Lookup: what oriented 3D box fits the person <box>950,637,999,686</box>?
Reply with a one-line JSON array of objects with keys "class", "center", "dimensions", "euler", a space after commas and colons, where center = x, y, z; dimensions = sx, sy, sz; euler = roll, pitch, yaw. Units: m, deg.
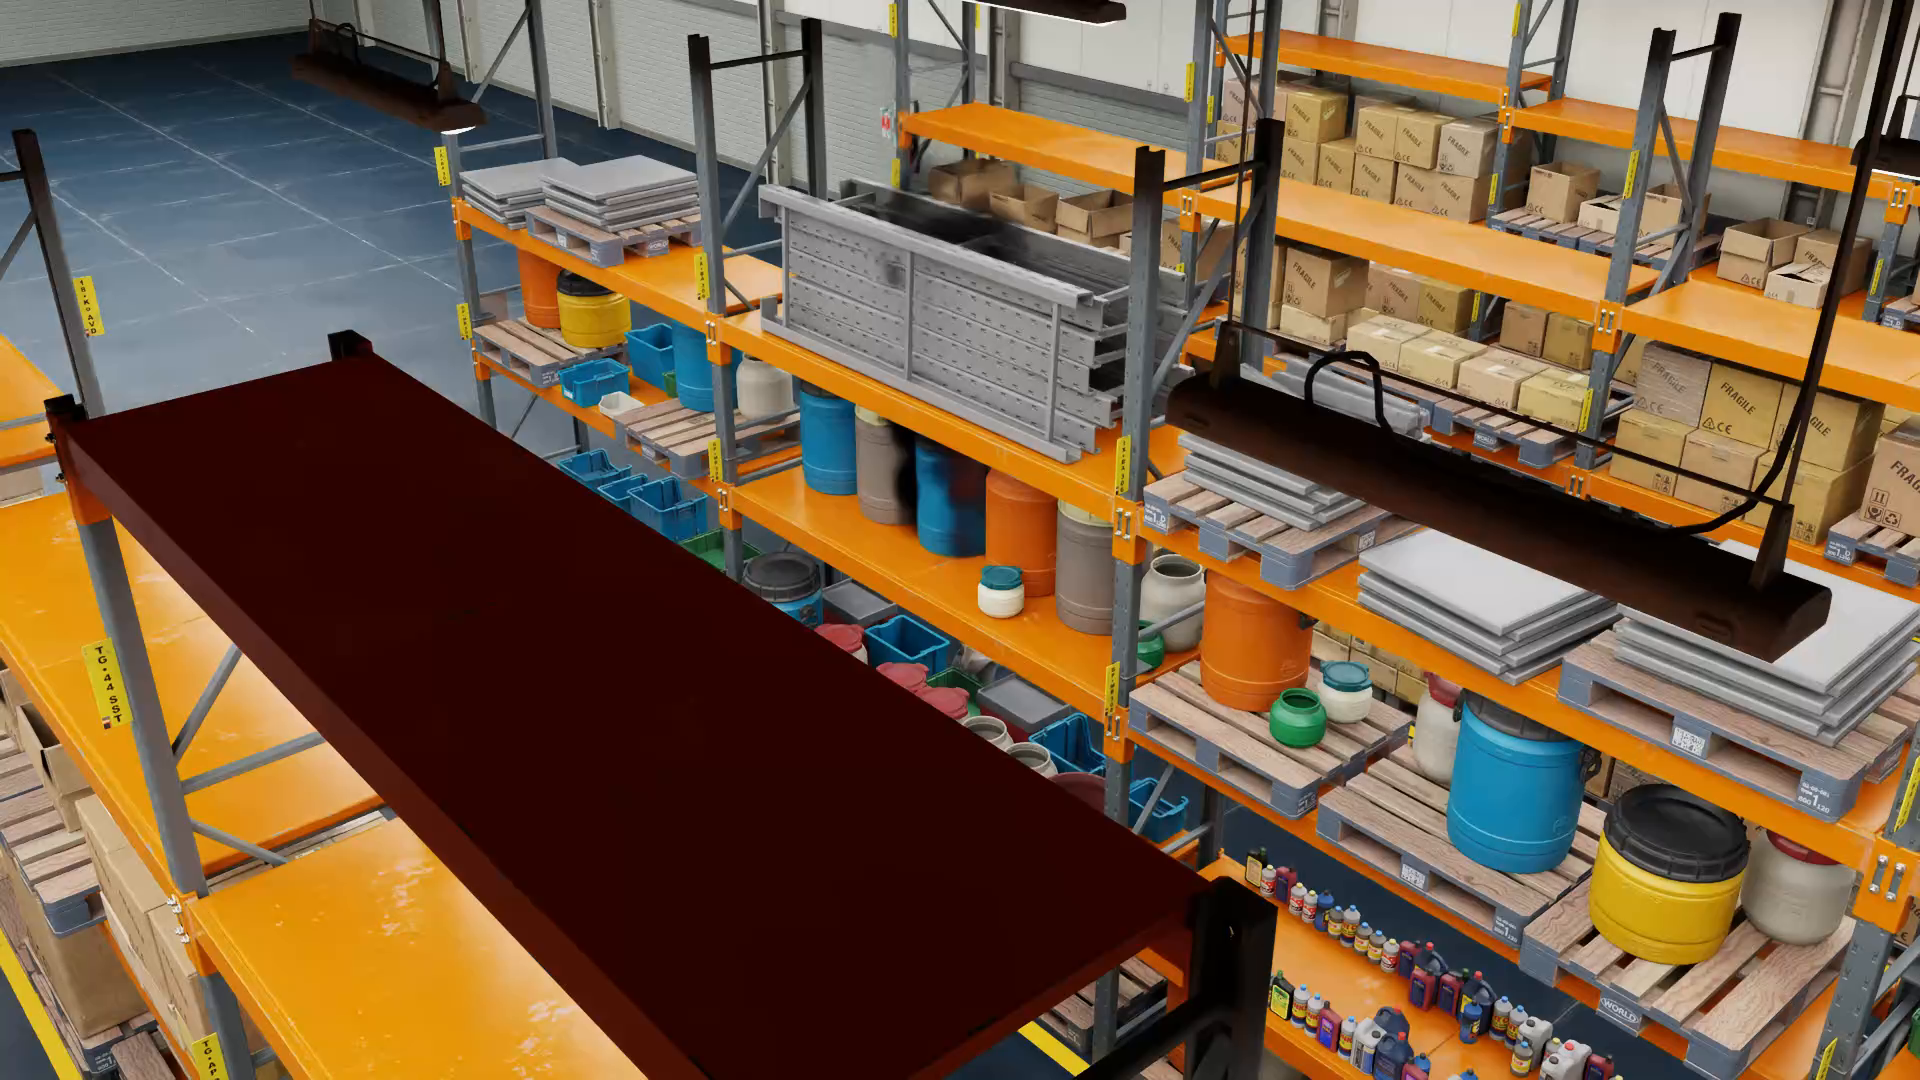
[{"class": "person", "center": [0.134, 0.937, 13.886], "dimensions": [0.609, 1.677, 0.628], "euler": [-22, 34, -36]}]
